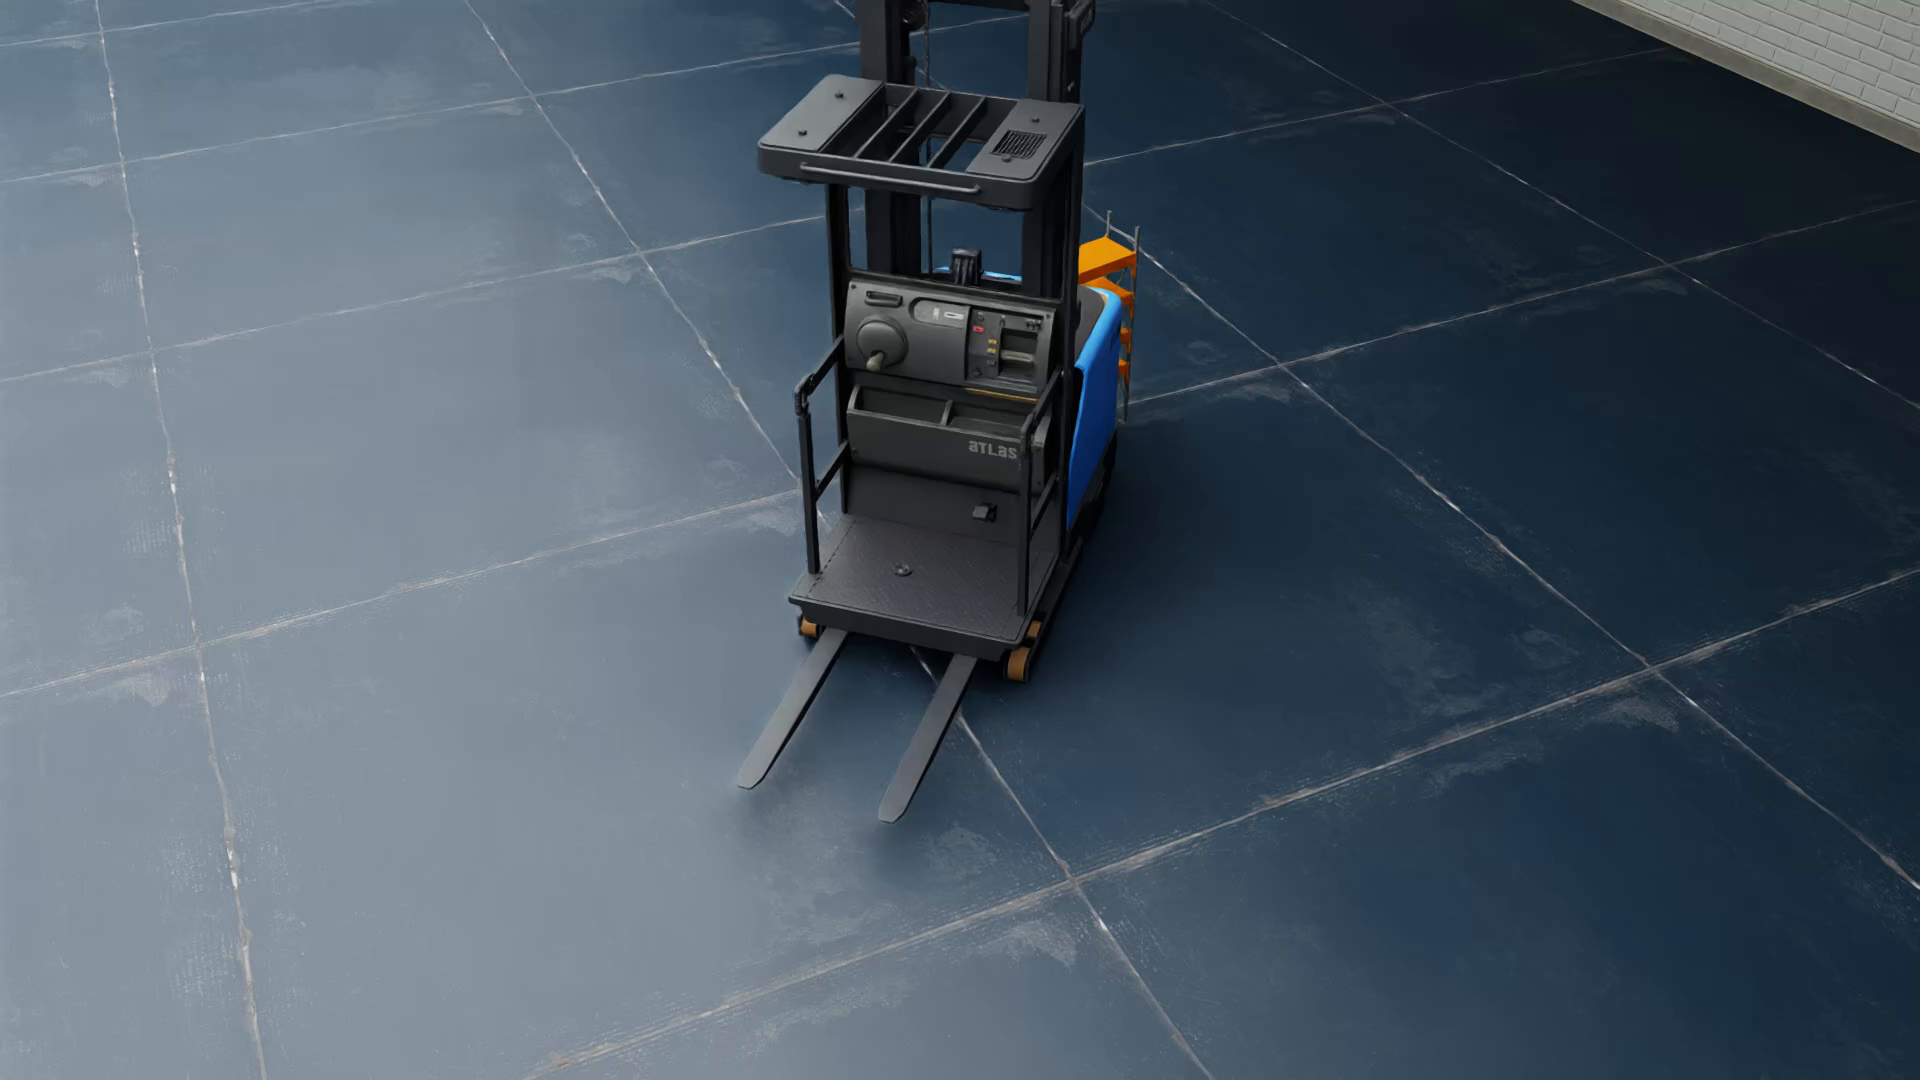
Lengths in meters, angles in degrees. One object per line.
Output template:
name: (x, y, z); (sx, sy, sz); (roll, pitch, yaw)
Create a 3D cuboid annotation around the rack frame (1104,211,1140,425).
rack frame: (0.849, -1.183, 8.981); (0.015, 1.200, 0.240); (-24, 43, -29)

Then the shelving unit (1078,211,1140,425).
shelving unit: (0.654, -1.096, 8.864); (0.503, 1.200, 0.258); (-24, 43, -29)

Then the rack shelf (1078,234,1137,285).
rack shelf: (0.654, -1.412, 8.630); (0.480, 0.148, 0.258); (-24, 43, -29)

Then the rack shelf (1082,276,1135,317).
rack shelf: (0.654, -1.222, 8.771); (0.480, 0.148, 0.258); (-24, 43, -29)

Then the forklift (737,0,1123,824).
forklift: (-0.115, -0.807, 7.020); (1.130, 2.935, 3.031); (11, 38, 14)

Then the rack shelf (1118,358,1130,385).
rack shelf: (0.654, -0.883, 9.022); (0.480, 0.148, 0.258); (-24, 43, -29)

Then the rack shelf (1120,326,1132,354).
rack shelf: (0.654, -1.042, 8.904); (0.480, 0.148, 0.258); (-24, 43, -29)
